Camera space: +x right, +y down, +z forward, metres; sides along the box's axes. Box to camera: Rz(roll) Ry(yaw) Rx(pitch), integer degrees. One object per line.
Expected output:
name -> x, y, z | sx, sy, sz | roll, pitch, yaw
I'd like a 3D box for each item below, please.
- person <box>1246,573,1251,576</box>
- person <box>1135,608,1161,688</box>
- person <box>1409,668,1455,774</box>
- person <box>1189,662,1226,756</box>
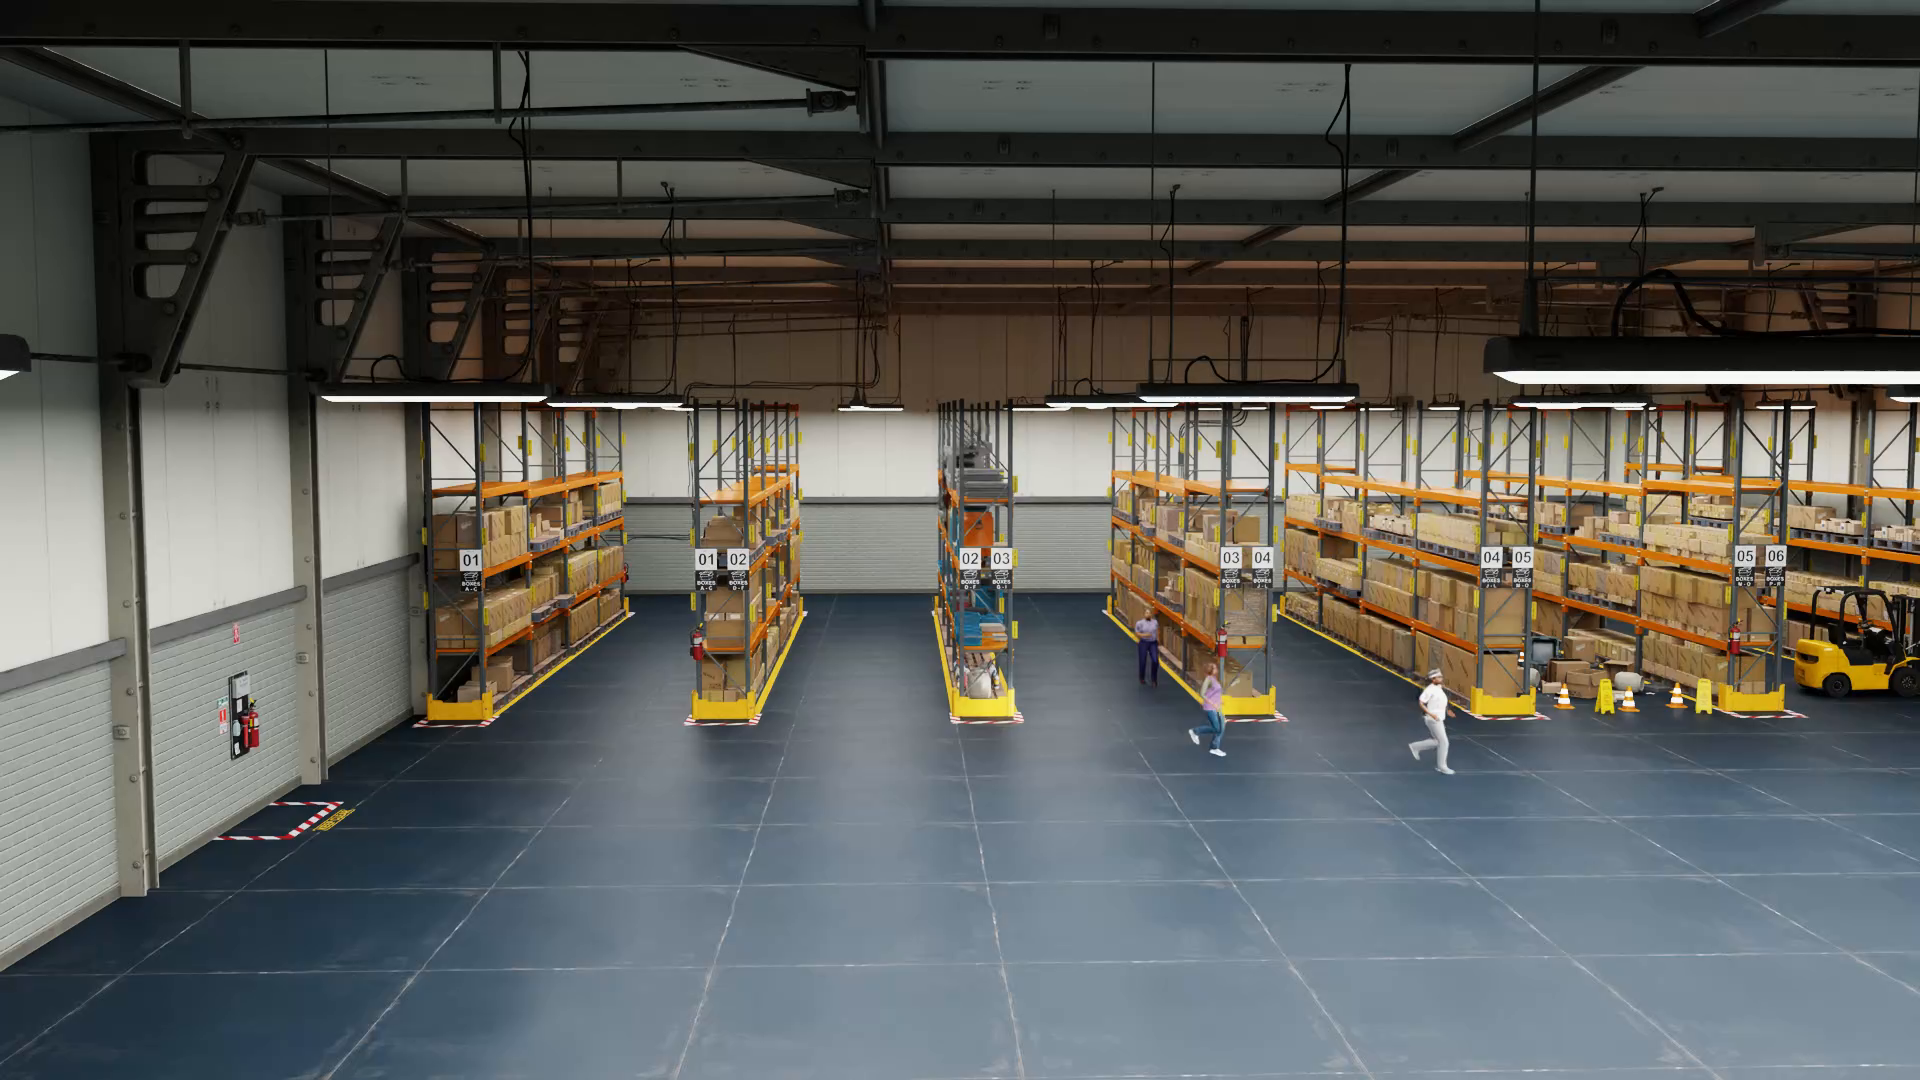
person -> 7.989, 1.321, 47.570 | 0.690, 1.679, 0.642 | 1, 5, 17
person -> 3.945, 2.266, 34.851 | 0.576, 1.694, 0.716 | 0, 4, -4
person -> 7.569, 2.882, 26.621 | 0.727, 1.686, 0.577 | 3, 5, 33
person -> 4.188, 2.834, 27.990 | 0.623, 1.564, 0.545 | 2, 5, 28
